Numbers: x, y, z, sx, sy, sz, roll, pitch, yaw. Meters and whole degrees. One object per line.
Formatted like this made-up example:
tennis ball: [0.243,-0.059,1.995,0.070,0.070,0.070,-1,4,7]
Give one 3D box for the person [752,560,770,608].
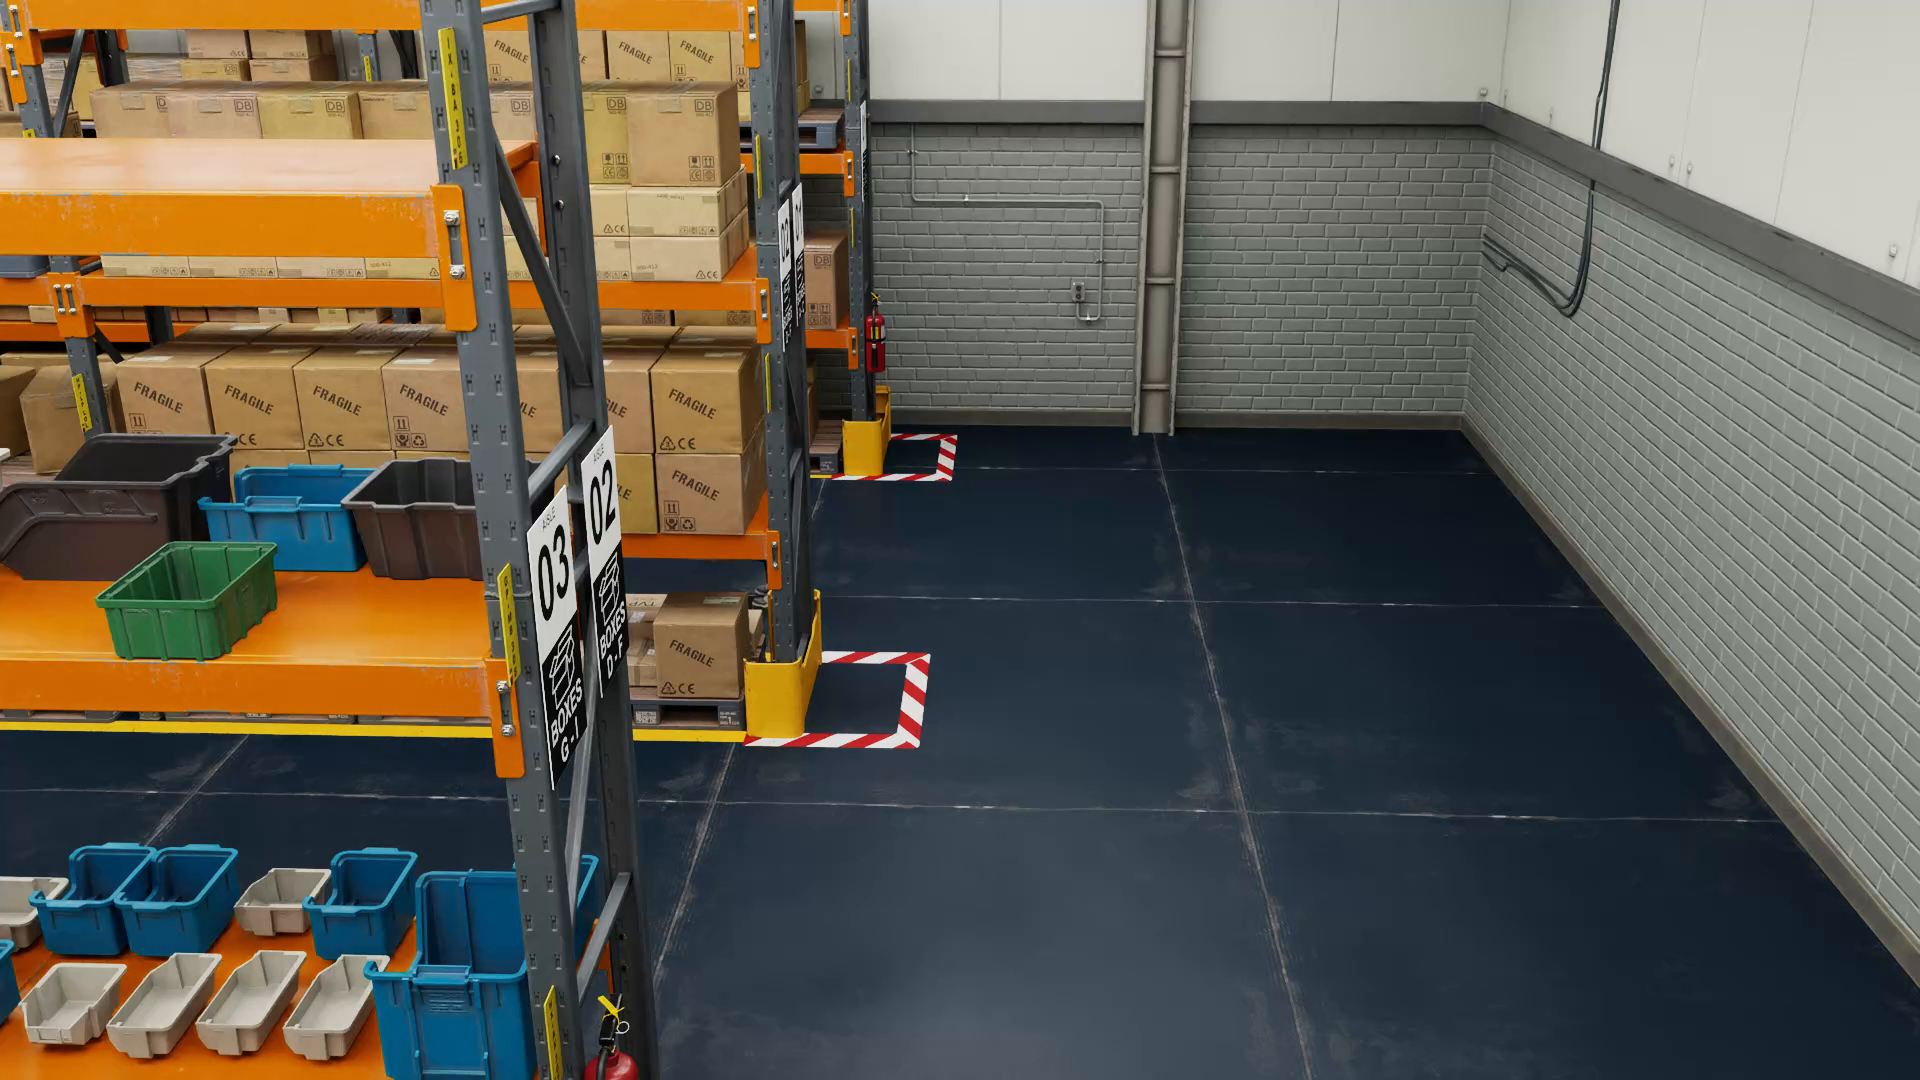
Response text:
person: [-1.507,-0.217,11.927,0.690,1.409,0.375,-1,21,-3]
